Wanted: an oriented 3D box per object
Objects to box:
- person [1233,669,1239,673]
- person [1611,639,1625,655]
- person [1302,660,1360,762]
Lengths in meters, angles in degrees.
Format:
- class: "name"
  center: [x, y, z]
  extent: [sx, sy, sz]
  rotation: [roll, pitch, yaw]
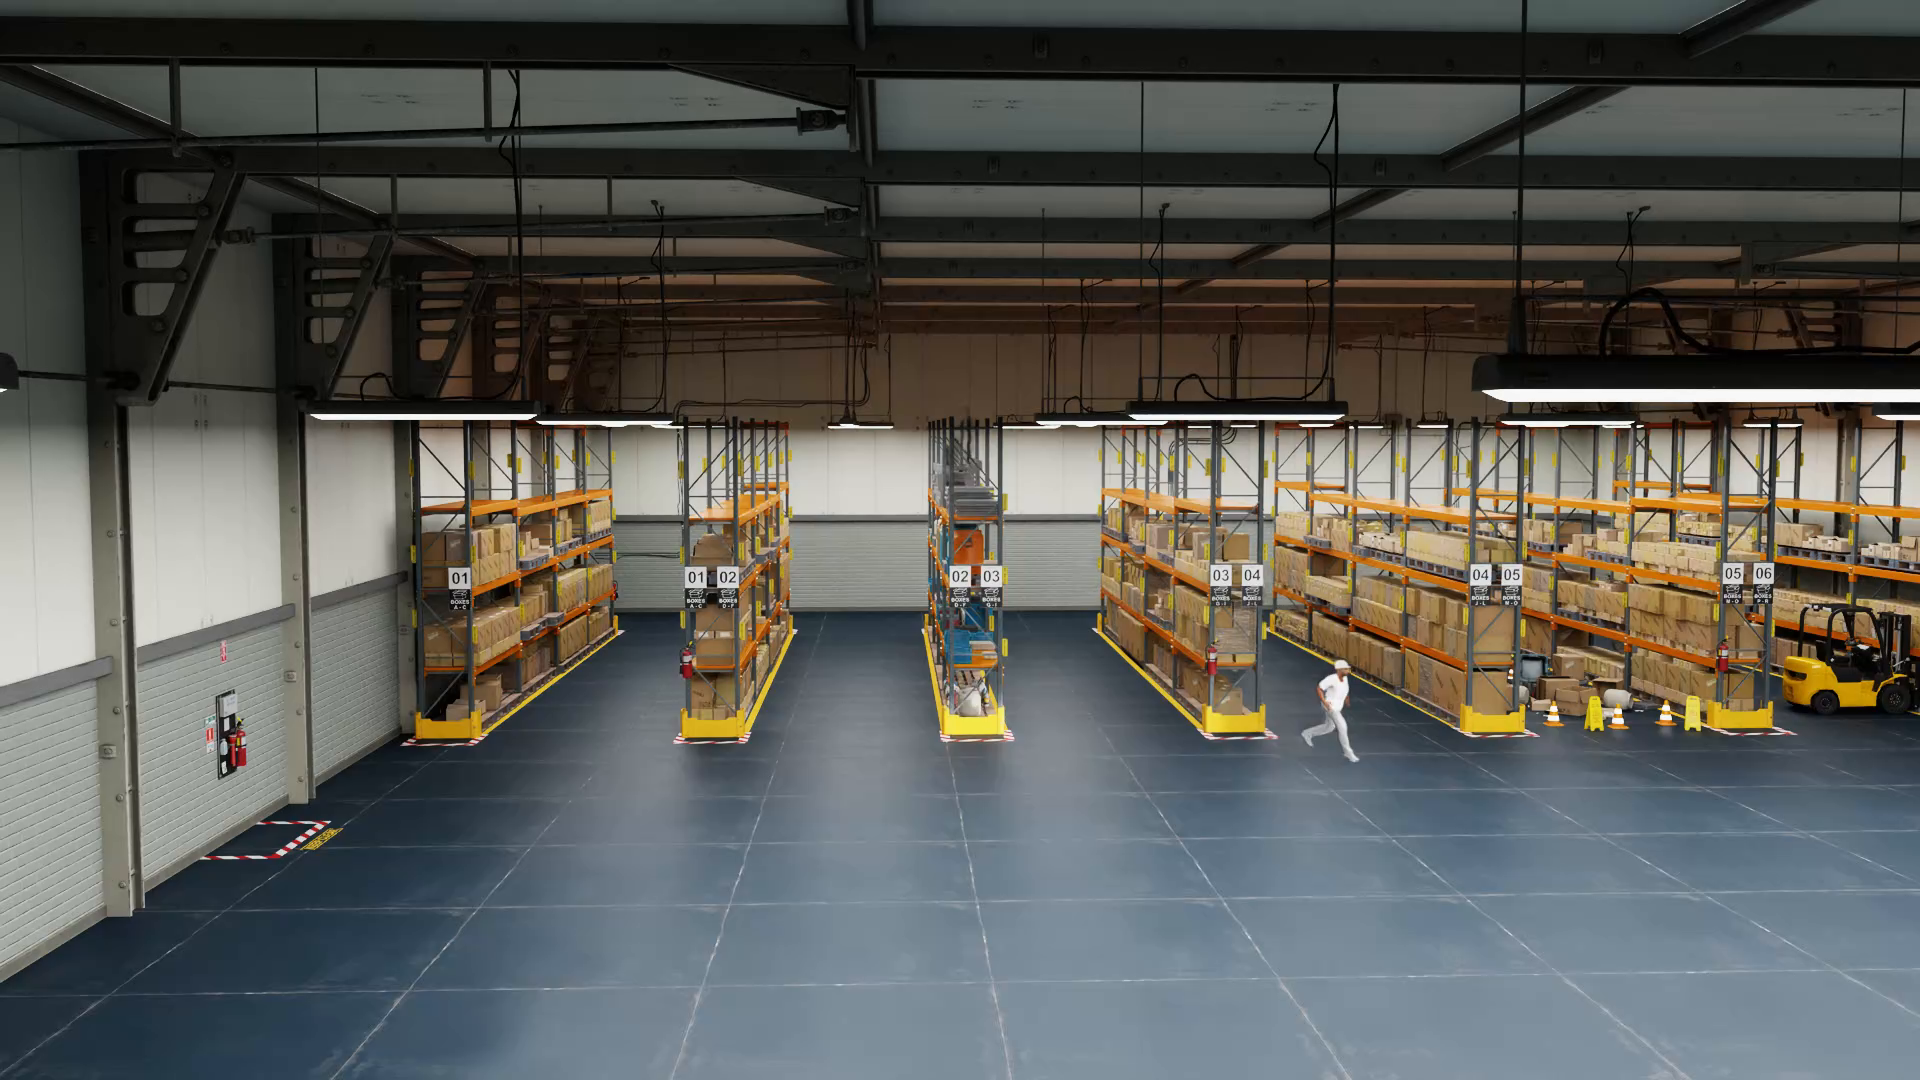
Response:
- class: "person"
  center: [6.646, 2.189, 39.737]
  extent: [0.682, 1.726, 0.801]
  rotation: [0, 4, -4]
- class: "person"
  center: [16.549, 2.191, 41.702]
  extent: [0.596, 1.649, 0.644]
  rotation: [0, 4, -2]
- class: "person"
  center: [6.498, 2.961, 29.147]
  extent: [1.108, 1.752, 0.700]
  rotation: [3, 5, 36]
